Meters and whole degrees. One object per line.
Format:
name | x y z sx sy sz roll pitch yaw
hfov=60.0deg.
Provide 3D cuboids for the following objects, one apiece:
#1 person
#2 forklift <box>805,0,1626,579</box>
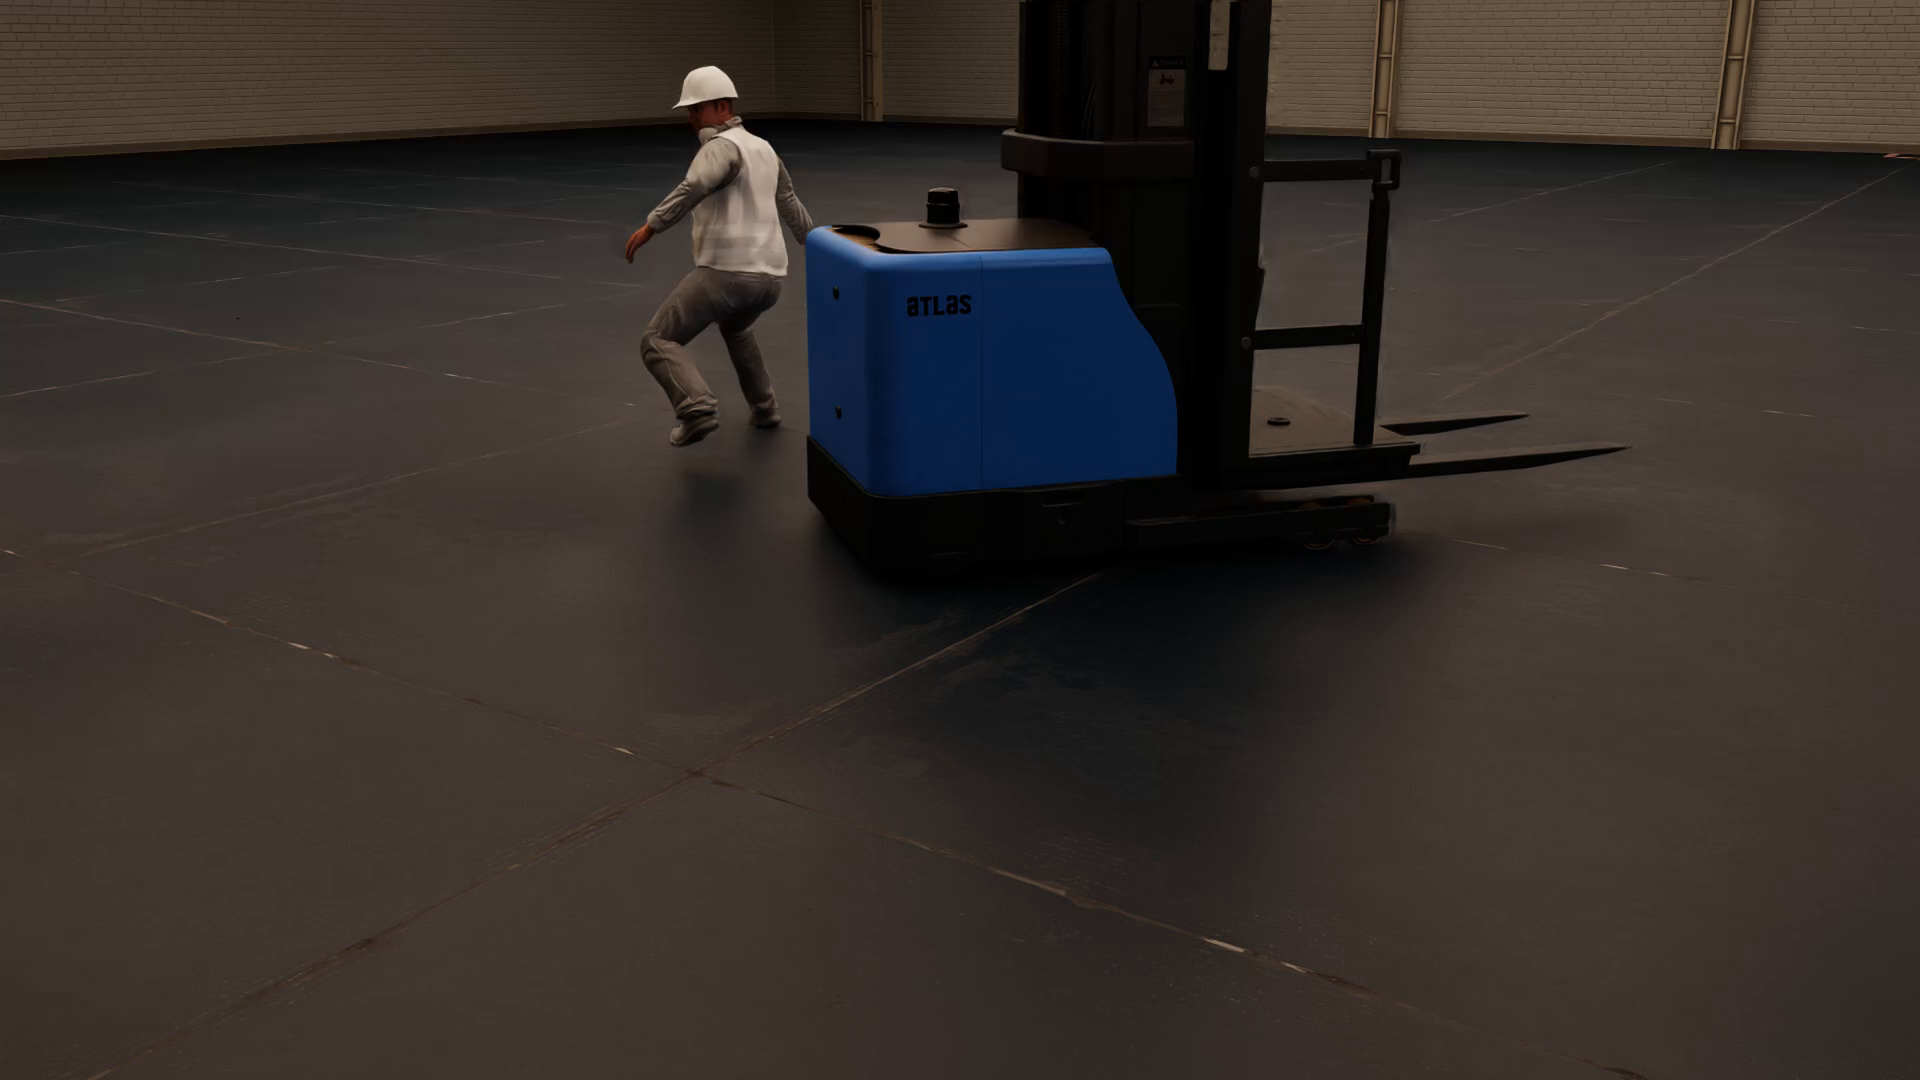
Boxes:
person | -0.985 -1.193 7.253 0.526 1.679 1.162 9 19 27
forklift | 1.007 -1.506 5.869 3.031 2.935 1.130 -5 17 -17
